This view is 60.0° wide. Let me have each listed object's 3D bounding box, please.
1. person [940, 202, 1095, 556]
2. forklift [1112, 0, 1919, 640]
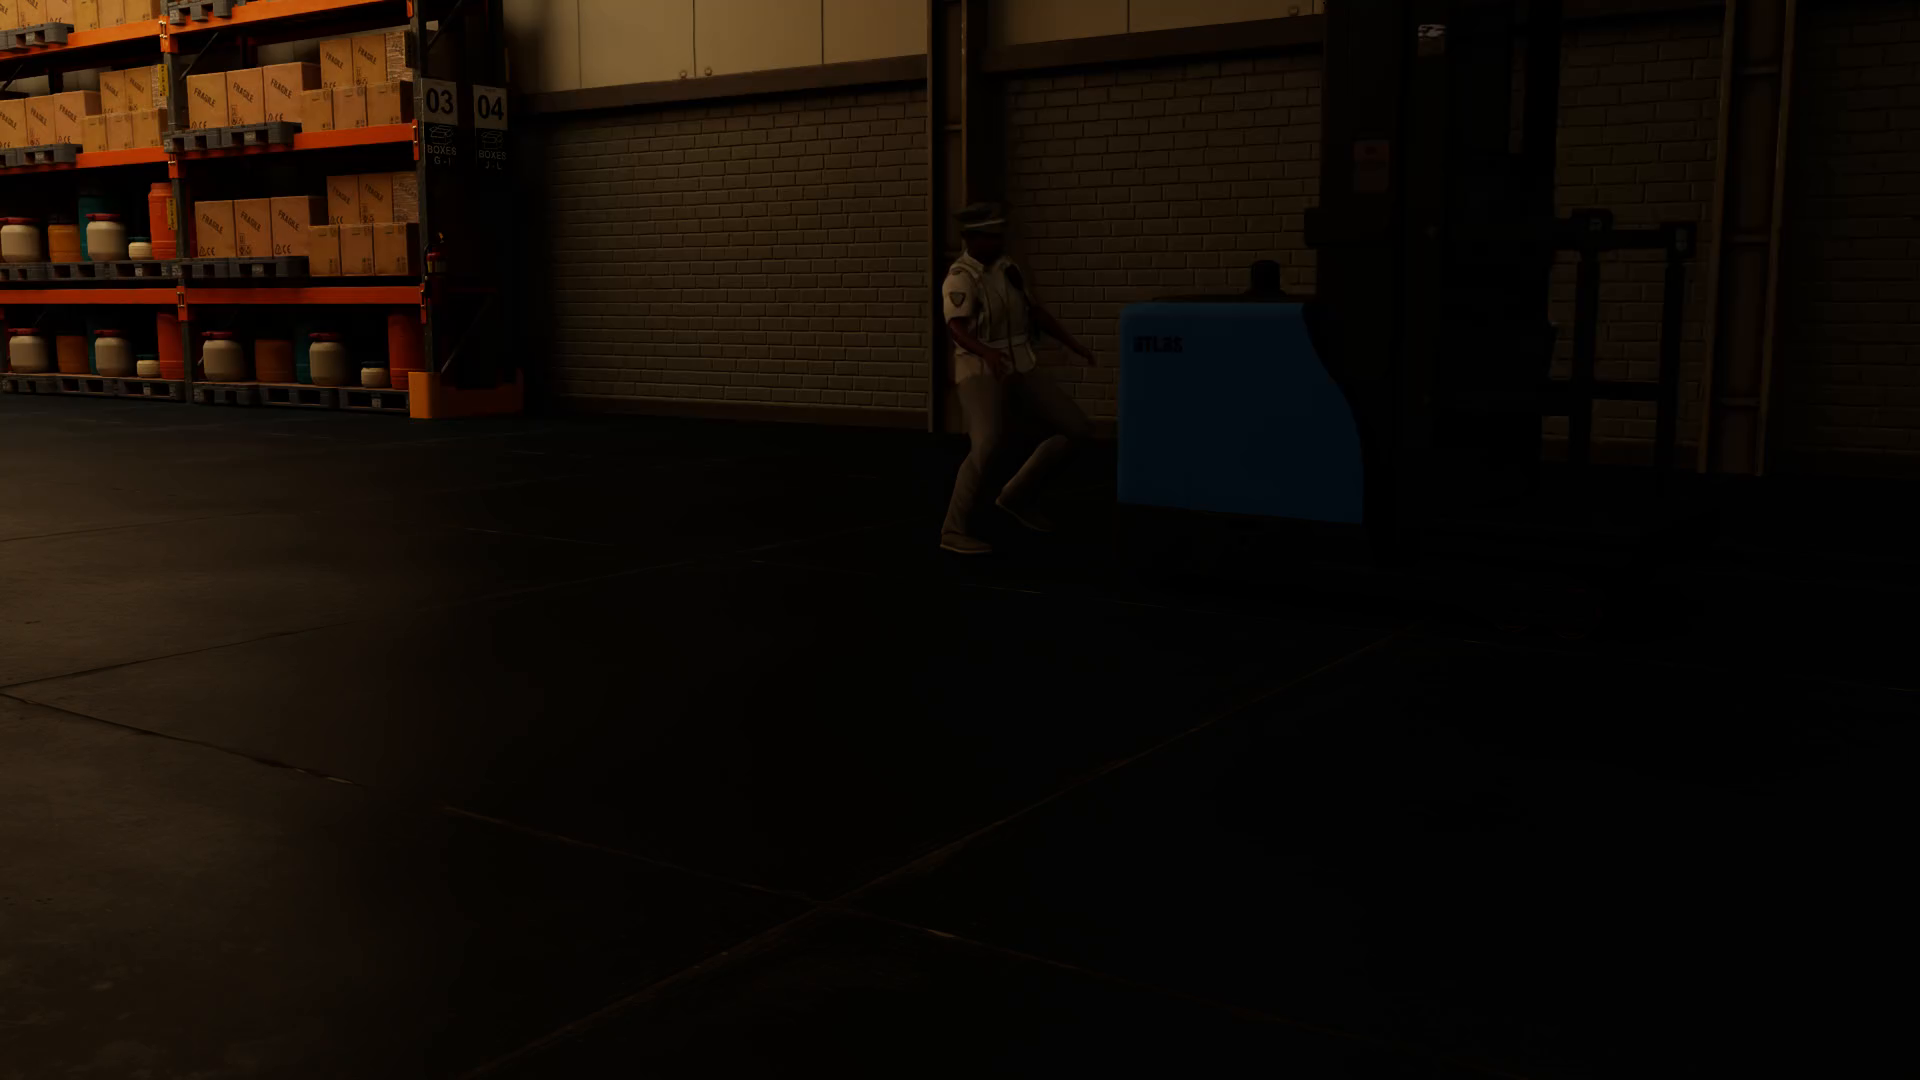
[{"bbox_3d":[0.222,-0.726,7.327,0.779,1.510,0.666,-7,11,-40],"label":"person"},{"bbox_3d":[2.065,-1.214,5.728,3.031,2.935,1.130,6,10,37],"label":"forklift"}]
